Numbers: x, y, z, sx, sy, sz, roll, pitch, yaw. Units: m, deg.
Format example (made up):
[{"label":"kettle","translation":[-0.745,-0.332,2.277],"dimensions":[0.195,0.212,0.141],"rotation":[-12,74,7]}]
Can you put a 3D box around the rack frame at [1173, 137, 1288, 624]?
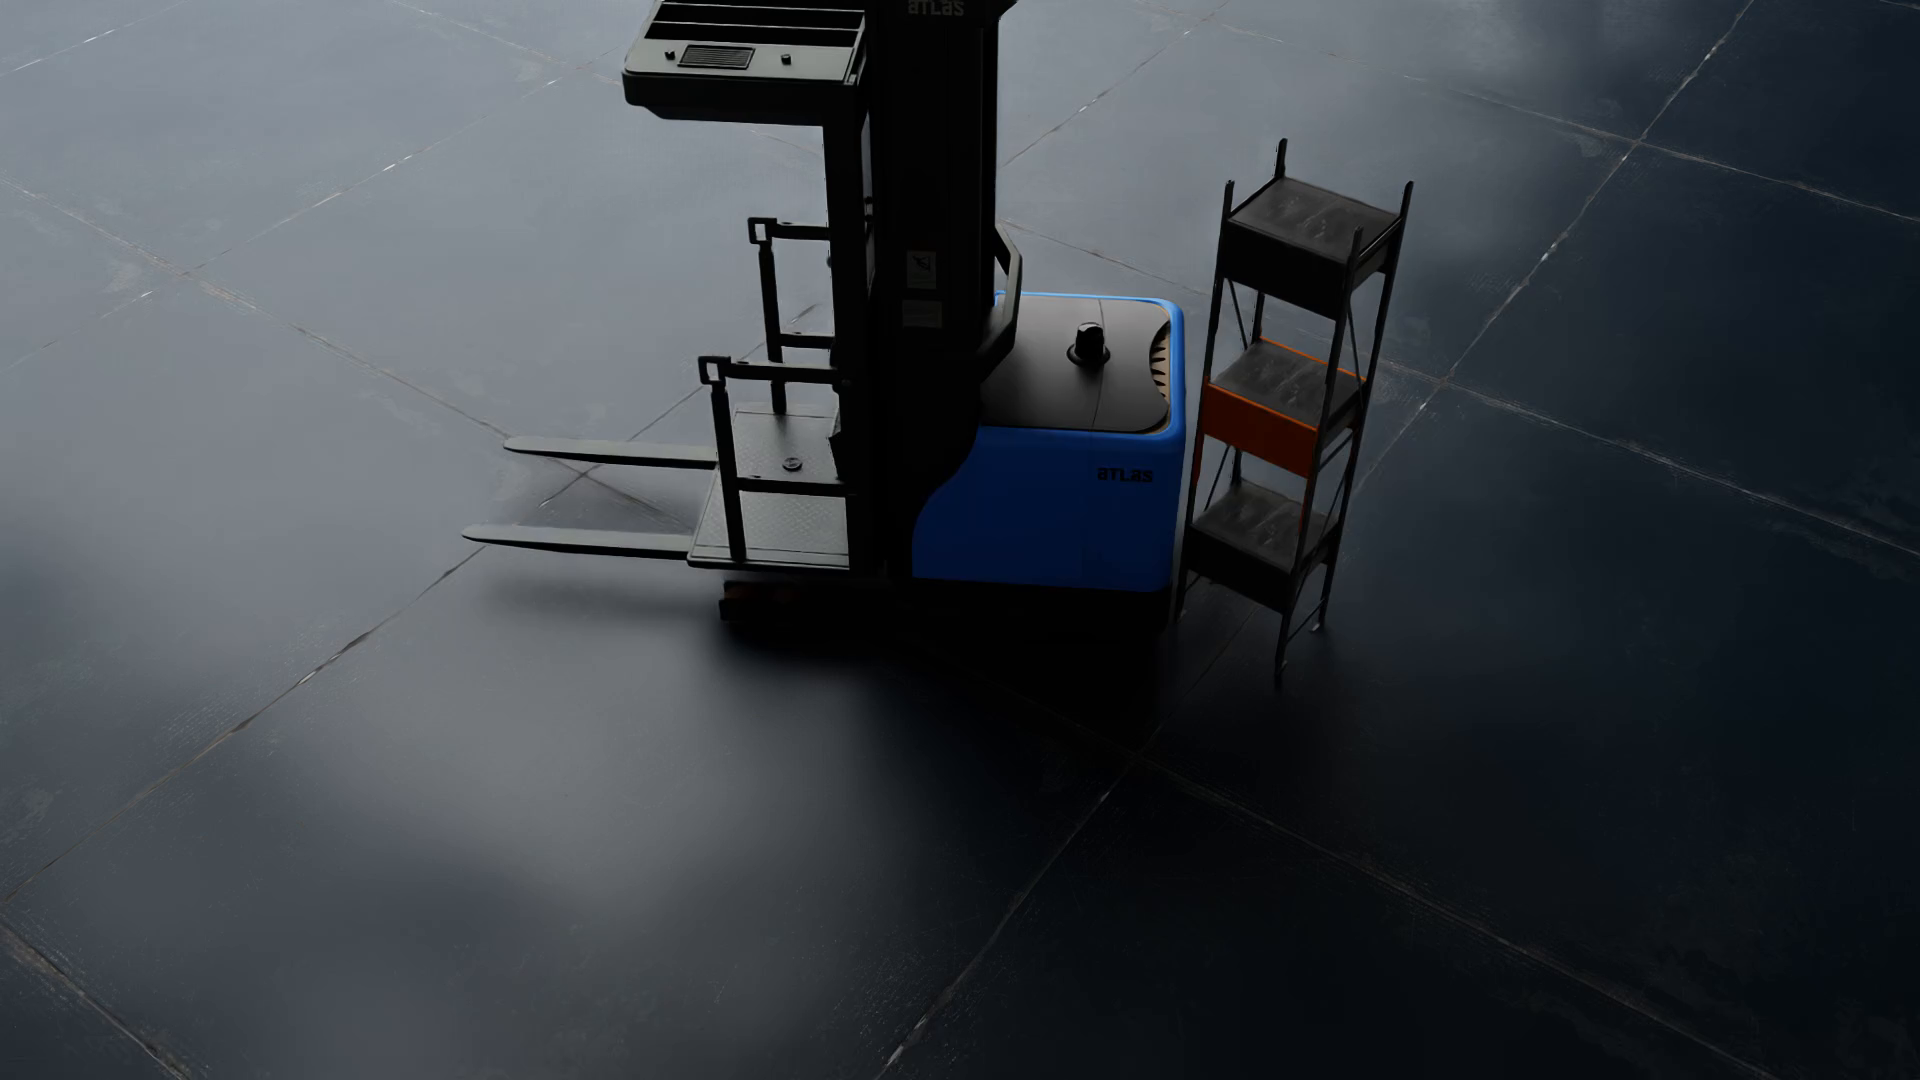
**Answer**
[{"label":"rack frame","translation":[1.030,-0.533,6.459],"dimensions":[0.015,2.100,0.400],"rotation":[27,49,27]}]

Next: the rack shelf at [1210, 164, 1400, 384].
[{"label":"rack shelf","translation":[1.223,-0.945,5.890],"dimensions":[0.480,0.518,0.431],"rotation":[27,49,27]}]

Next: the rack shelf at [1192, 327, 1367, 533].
[{"label":"rack shelf","translation":[1.223,-0.423,6.357],"dimensions":[0.480,0.518,0.431],"rotation":[27,49,27]}]

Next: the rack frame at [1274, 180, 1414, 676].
[{"label":"rack frame","translation":[1.416,-0.334,6.236],"dimensions":[0.015,2.100,0.400],"rotation":[27,49,27]}]

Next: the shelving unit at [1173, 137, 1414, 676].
[{"label":"shelving unit","translation":[1.223,-0.434,6.348],"dimensions":[0.503,2.100,0.431],"rotation":[27,49,27]}]

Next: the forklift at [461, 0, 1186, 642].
[{"label":"forklift","translation":[-0.600,-1.073,6.439],"dimensions":[3.031,2.935,1.130],"rotation":[4,42,4]}]

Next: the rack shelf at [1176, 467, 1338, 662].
[{"label":"rack shelf","translation":[1.223,0.098,6.824],"dimensions":[0.480,0.518,0.431],"rotation":[27,49,27]}]
